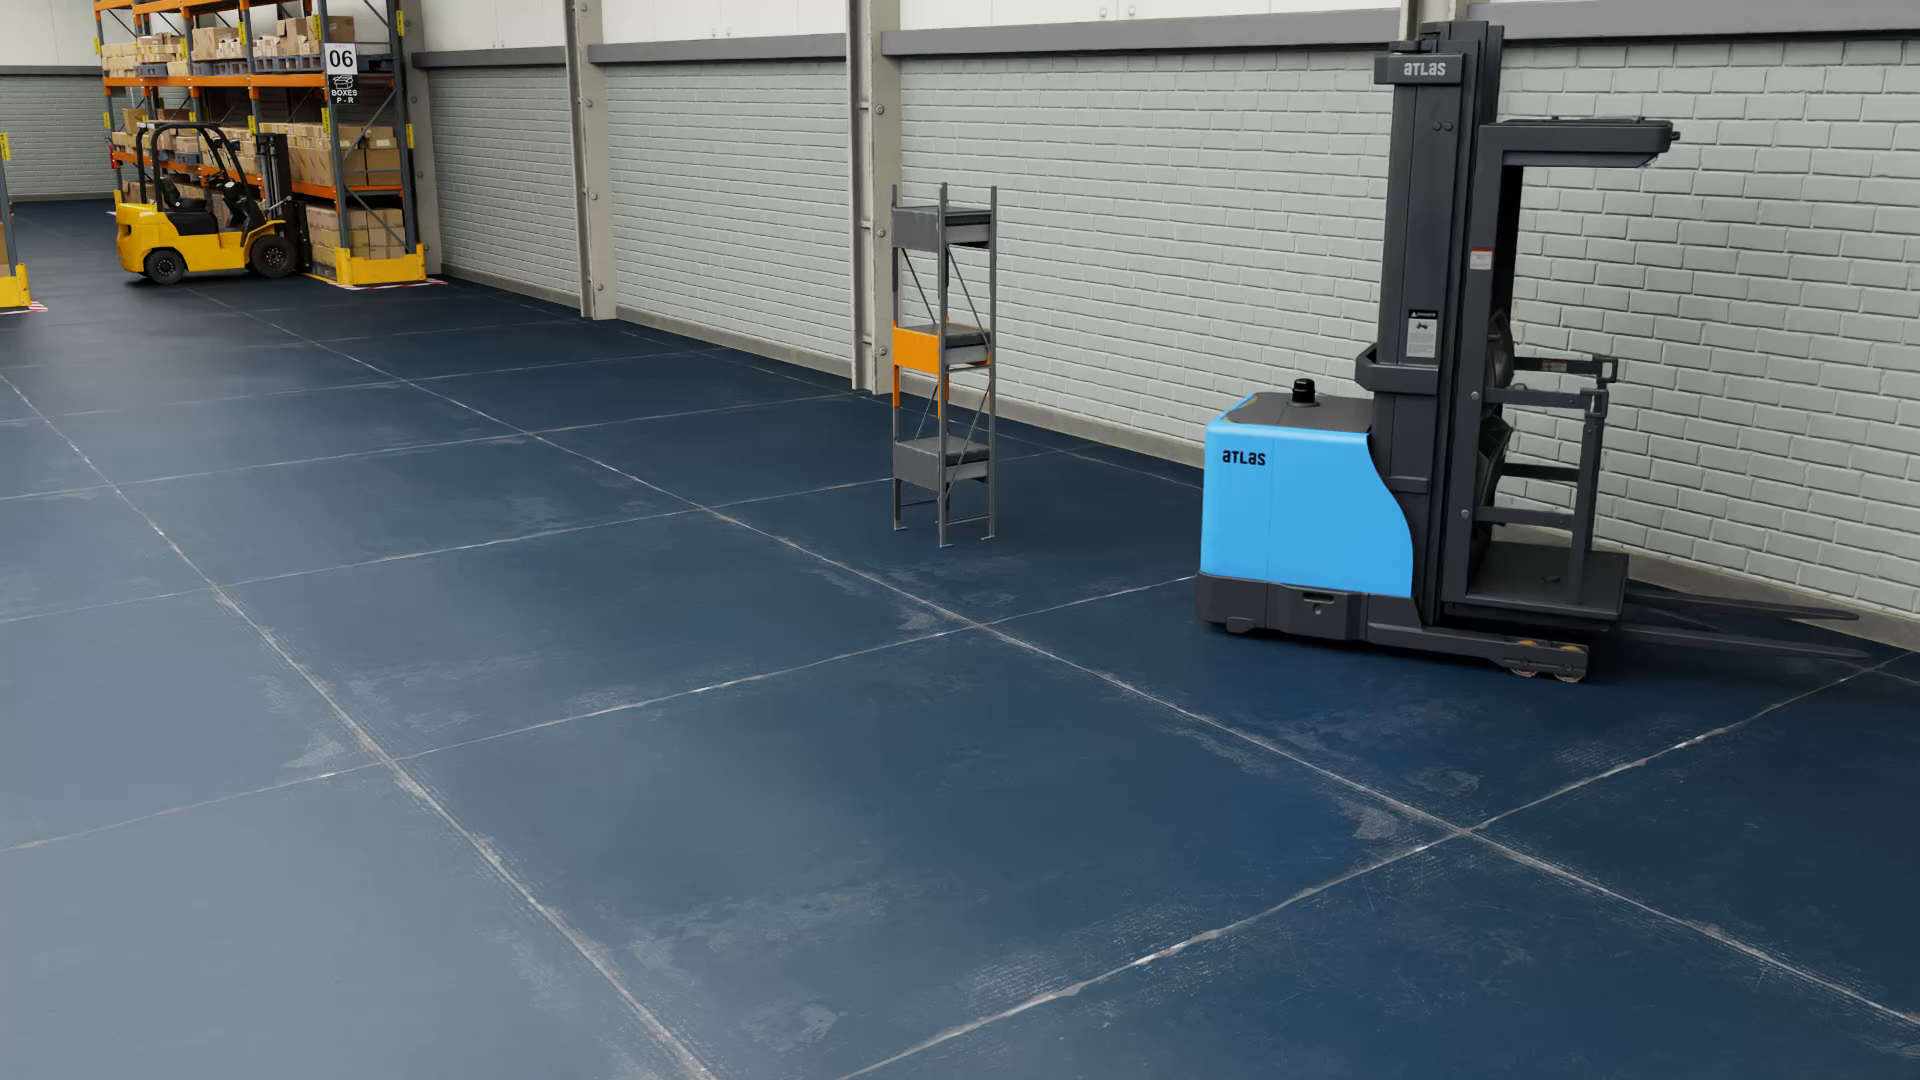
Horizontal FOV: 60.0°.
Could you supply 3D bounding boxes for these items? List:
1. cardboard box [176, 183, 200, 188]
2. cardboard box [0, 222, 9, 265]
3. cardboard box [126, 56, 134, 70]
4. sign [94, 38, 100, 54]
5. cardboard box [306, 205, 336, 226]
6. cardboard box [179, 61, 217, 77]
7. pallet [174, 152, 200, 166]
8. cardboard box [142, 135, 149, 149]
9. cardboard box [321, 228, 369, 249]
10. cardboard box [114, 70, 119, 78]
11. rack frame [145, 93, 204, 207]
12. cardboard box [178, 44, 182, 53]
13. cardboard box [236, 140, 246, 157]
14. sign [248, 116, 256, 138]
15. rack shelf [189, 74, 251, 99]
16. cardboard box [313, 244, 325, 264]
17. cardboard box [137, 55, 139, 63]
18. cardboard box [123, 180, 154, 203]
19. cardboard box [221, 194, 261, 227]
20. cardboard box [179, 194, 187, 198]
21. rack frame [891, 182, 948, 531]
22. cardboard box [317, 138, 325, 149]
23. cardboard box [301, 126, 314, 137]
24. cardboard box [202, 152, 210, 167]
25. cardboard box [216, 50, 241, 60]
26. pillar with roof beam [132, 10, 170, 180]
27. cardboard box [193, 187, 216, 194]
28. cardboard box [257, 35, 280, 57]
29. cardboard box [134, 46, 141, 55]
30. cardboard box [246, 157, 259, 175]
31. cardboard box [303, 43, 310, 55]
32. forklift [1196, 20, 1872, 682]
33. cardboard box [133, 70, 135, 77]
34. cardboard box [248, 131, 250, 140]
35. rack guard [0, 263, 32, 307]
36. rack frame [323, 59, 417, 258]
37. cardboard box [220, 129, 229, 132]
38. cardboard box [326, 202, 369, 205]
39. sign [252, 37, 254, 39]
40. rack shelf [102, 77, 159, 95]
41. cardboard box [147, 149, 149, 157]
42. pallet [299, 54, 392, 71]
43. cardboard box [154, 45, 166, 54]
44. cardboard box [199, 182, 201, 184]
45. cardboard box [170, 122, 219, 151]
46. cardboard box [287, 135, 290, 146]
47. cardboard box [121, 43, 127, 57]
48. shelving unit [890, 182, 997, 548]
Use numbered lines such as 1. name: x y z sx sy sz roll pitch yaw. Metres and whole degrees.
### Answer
1. cardboard box: -14.620 -6.679 31.508 0.380 0.149 0.250 -11 19 -35
2. cardboard box: -12.396 -3.768 21.155 0.500 0.500 0.500 -12 19 -36
3. cardboard box: -15.974 -9.335 32.541 0.500 0.250 0.500 -12 19 -36
4. sign: -17.965 -10.282 34.624 0.100 0.325 0.005 -11 19 -35
5. cardboard box: -9.251 -4.704 24.101 0.500 0.250 0.500 -11 19 -34
6. cardboard box: -13.320 -8.236 29.088 0.500 0.250 0.500 -12 19 -36
7. pallet: -13.277 -6.831 29.716 1.213 0.211 1.003 -11 19 -35
8. cardboard box: -15.977 -7.891 32.944 0.500 0.250 0.500 -11 19 -34
9. cardboard box: -8.657 -4.254 23.404 0.500 0.250 0.500 -11 19 -35
10. cardboard box: -16.991 -9.486 33.847 0.380 0.149 0.250 -11 19 -35
11. rack frame: -15.174 -7.644 32.322 1.000 3.000 0.127 -11 19 -35
12. cardboard box: -13.530 -8.649 29.278 0.380 0.149 0.250 -12 19 -36
13. cardboard box: -11.274 -6.278 26.670 0.500 0.250 0.500 -11 19 -36
14. sign: -10.903 -6.370 25.623 0.100 0.325 0.005 -11 19 -35
15. rack shelf: -11.646 -7.462 27.340 1.077 0.370 4.000 -11 19 -35
16. cardboard box: -8.935 -4.117 23.848 0.500 0.250 0.500 -11 19 -35
17. cardboard box: -15.320 -9.095 31.432 0.380 0.149 0.250 -11 19 -34
18. cardboard box: -17.243 -7.351 35.186 0.797 0.503 0.637 -12 19 -37
19. cardboard box: -12.076 -5.573 28.460 0.875 0.625 0.625 -10 18 -33
20. cardboard box: -14.161 -6.171 30.882 0.500 0.500 0.500 -12 19 -37
21. rack frame: -0.241 -1.100 10.118 0.400 2.100 0.015 -11 19 -35
22. cardboard box: -8.723 -5.523 23.155 0.380 0.149 0.250 -11 18 -34
23. cardboard box: -9.174 -5.832 23.722 0.380 0.149 0.250 -10 18 -33
24. cardboard box: -12.759 -6.585 28.736 0.500 0.250 0.500 -11 19 -34
25. cardboard box: -11.816 -7.864 26.937 0.380 0.149 0.250 -11 19 -35
26. pillar with roof beam: -21.864 -11.439 34.824 9.100 9.000 0.400 -11 19 -35
27. cardboard box: -13.740 -6.346 30.290 0.380 0.149 0.250 -10 18 -33
28. cardboard box: -10.178 -7.375 24.841 0.500 0.311 0.500 -10 18 -33
29. cardboard box: -15.353 -9.232 31.370 0.380 0.149 0.250 -10 18 -33
30. cardboard box: -10.978 -5.930 26.345 0.500 0.250 0.500 -10 18 -33
31. cardboard box: -8.851 -6.788 23.003 0.380 0.149 0.250 -12 19 -36
32. forklift: 2.758 -0.916 7.872 3.031 2.935 1.130 6 17 22
33. cardboard box: -15.916 -9.112 32.480 0.380 0.149 0.250 -10 18 -33
34. cardboard box: -11.118 -6.448 26.534 0.380 0.149 0.250 -11 19 -35
35. rack guard: -12.176 -3.121 20.531 1.175 0.500 0.348 -11 19 -35
36. rack frame: -8.118 -5.081 22.960 1.000 3.000 0.127 -11 19 -35
37. cardboard box: -12.105 -6.763 27.686 0.380 0.149 0.250 -10 18 -33
38. cardboard box: -9.125 -4.897 24.806 0.500 0.250 0.500 -11 19 -36
39. sign: -12.368 -8.608 29.035 0.100 0.325 0.005 -11 19 -35
40. rack shelf: -16.350 -9.171 33.582 1.077 0.370 4.000 -11 19 -35
41. cardboard box: -15.736 -7.604 32.652 0.380 0.149 0.250 -10 18 -33
42. pallet: -8.513 -6.641 23.142 1.003 0.211 1.213 -11 19 -35
43. cardboard box: -14.400 -8.912 30.202 0.380 0.149 0.250 -11 19 -34
44. cardboard box: -14.415 -6.814 32.000 0.380 0.149 0.250 -11 19 -34
45. cardboard box: -13.931 -7.362 30.301 0.797 0.503 0.637 -11 19 -36
46. cardboard box: -9.766 -5.910 24.569 0.380 0.149 0.250 -12 19 -36
47. cardboard box: -16.262 -9.690 32.889 0.500 0.250 0.500 -10 18 -34
48. shelving unit: -0.097 -1.048 9.928 0.431 2.100 0.503 -11 19 -35
